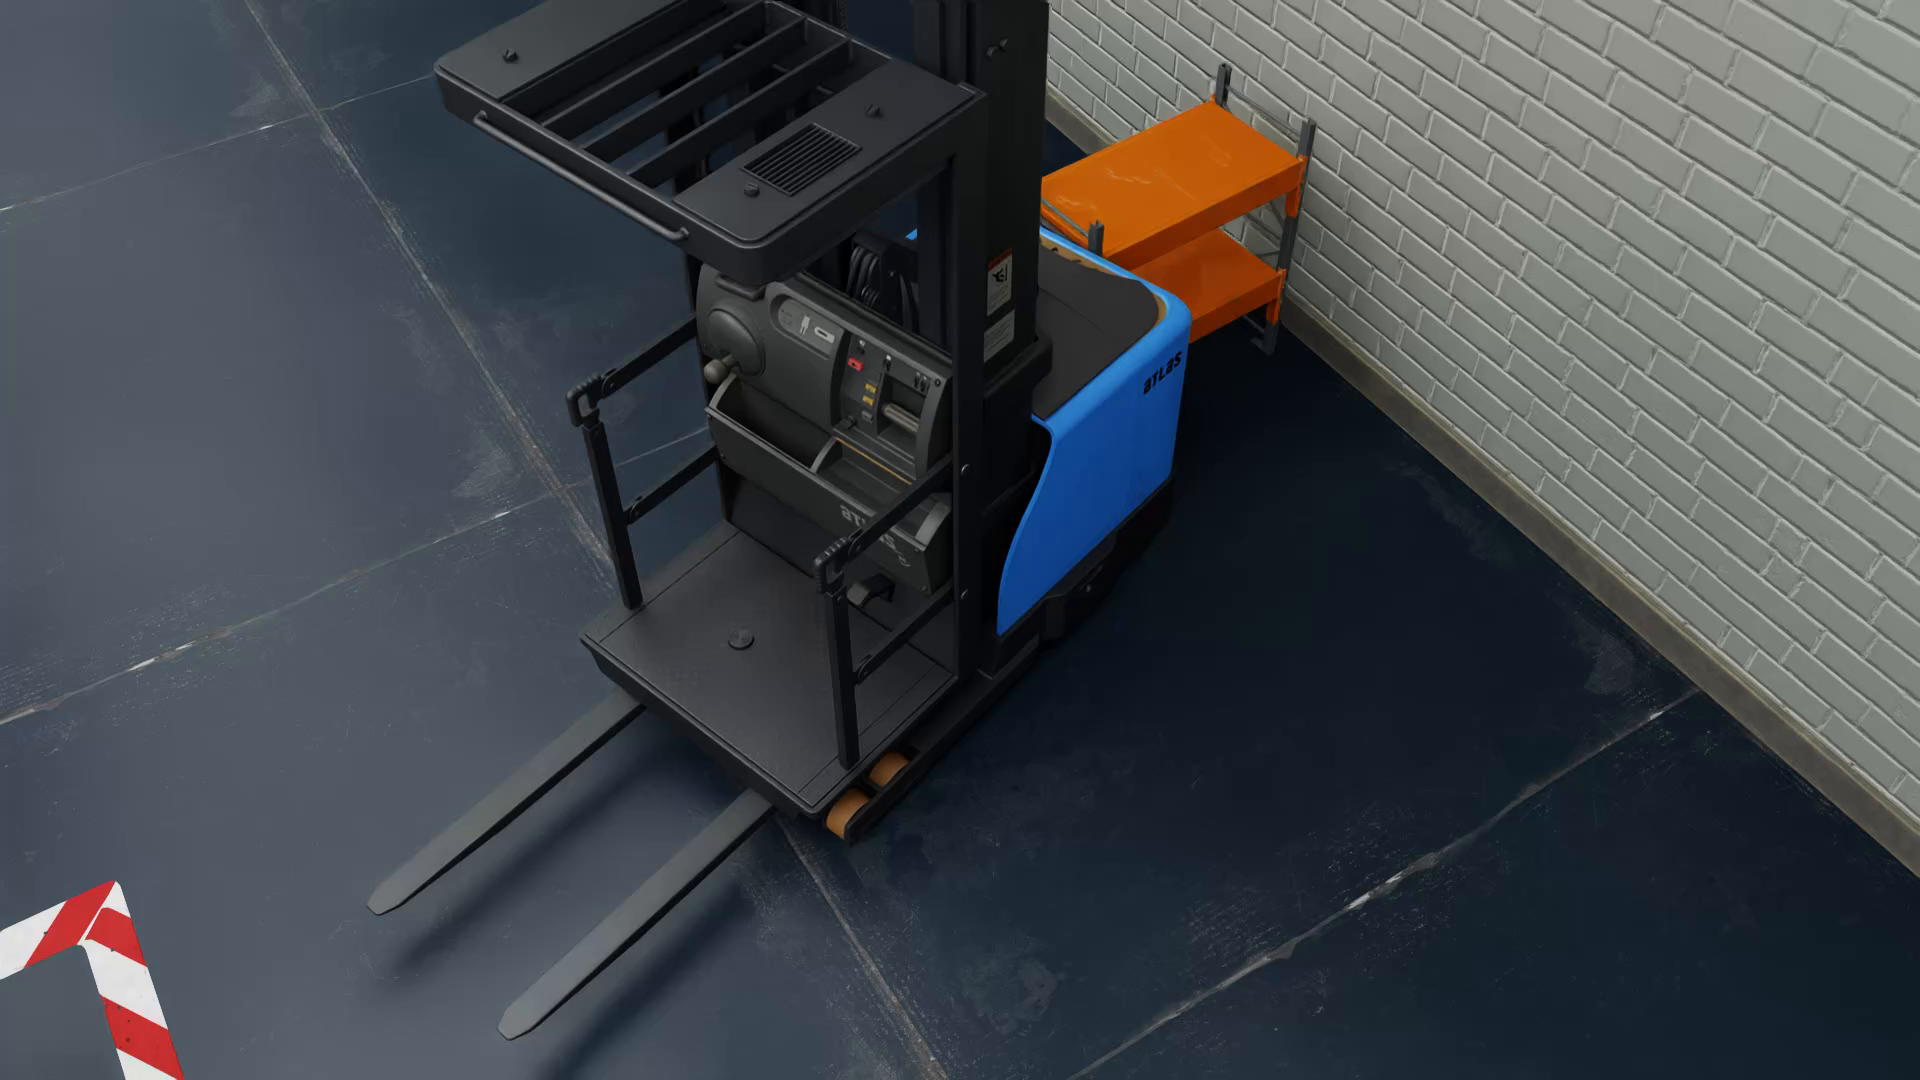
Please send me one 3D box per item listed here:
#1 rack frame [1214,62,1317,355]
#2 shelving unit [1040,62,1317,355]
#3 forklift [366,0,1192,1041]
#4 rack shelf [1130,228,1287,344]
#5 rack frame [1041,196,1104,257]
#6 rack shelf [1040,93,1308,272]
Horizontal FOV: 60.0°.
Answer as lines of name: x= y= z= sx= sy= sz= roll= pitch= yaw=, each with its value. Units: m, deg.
rack frame: x=1.151 y=-1.302 z=6.656 sx=0.032 sy=1.125 sz=0.500 roll=-29 pitch=54 yaw=-23
shelving unit: x=0.743 y=-1.075 z=6.454 sx=1.048 sy=1.125 sz=0.538 roll=-29 pitch=54 yaw=-23
forklift: x=-0.548 y=-0.436 z=4.675 sx=1.130 sy=2.935 sz=3.031 roll=32 pitch=56 yaw=25
rack shelf: x=0.743 y=-0.913 z=6.637 sx=1.000 sy=0.278 sz=0.538 roll=-29 pitch=54 yaw=-23
rack frame: x=0.334 y=-0.849 z=6.253 sx=0.032 sy=1.125 sz=0.500 roll=-29 pitch=54 yaw=-23
rack shelf: x=0.743 y=-1.270 z=6.236 sx=1.000 sy=0.278 sz=0.538 roll=-29 pitch=54 yaw=-23
